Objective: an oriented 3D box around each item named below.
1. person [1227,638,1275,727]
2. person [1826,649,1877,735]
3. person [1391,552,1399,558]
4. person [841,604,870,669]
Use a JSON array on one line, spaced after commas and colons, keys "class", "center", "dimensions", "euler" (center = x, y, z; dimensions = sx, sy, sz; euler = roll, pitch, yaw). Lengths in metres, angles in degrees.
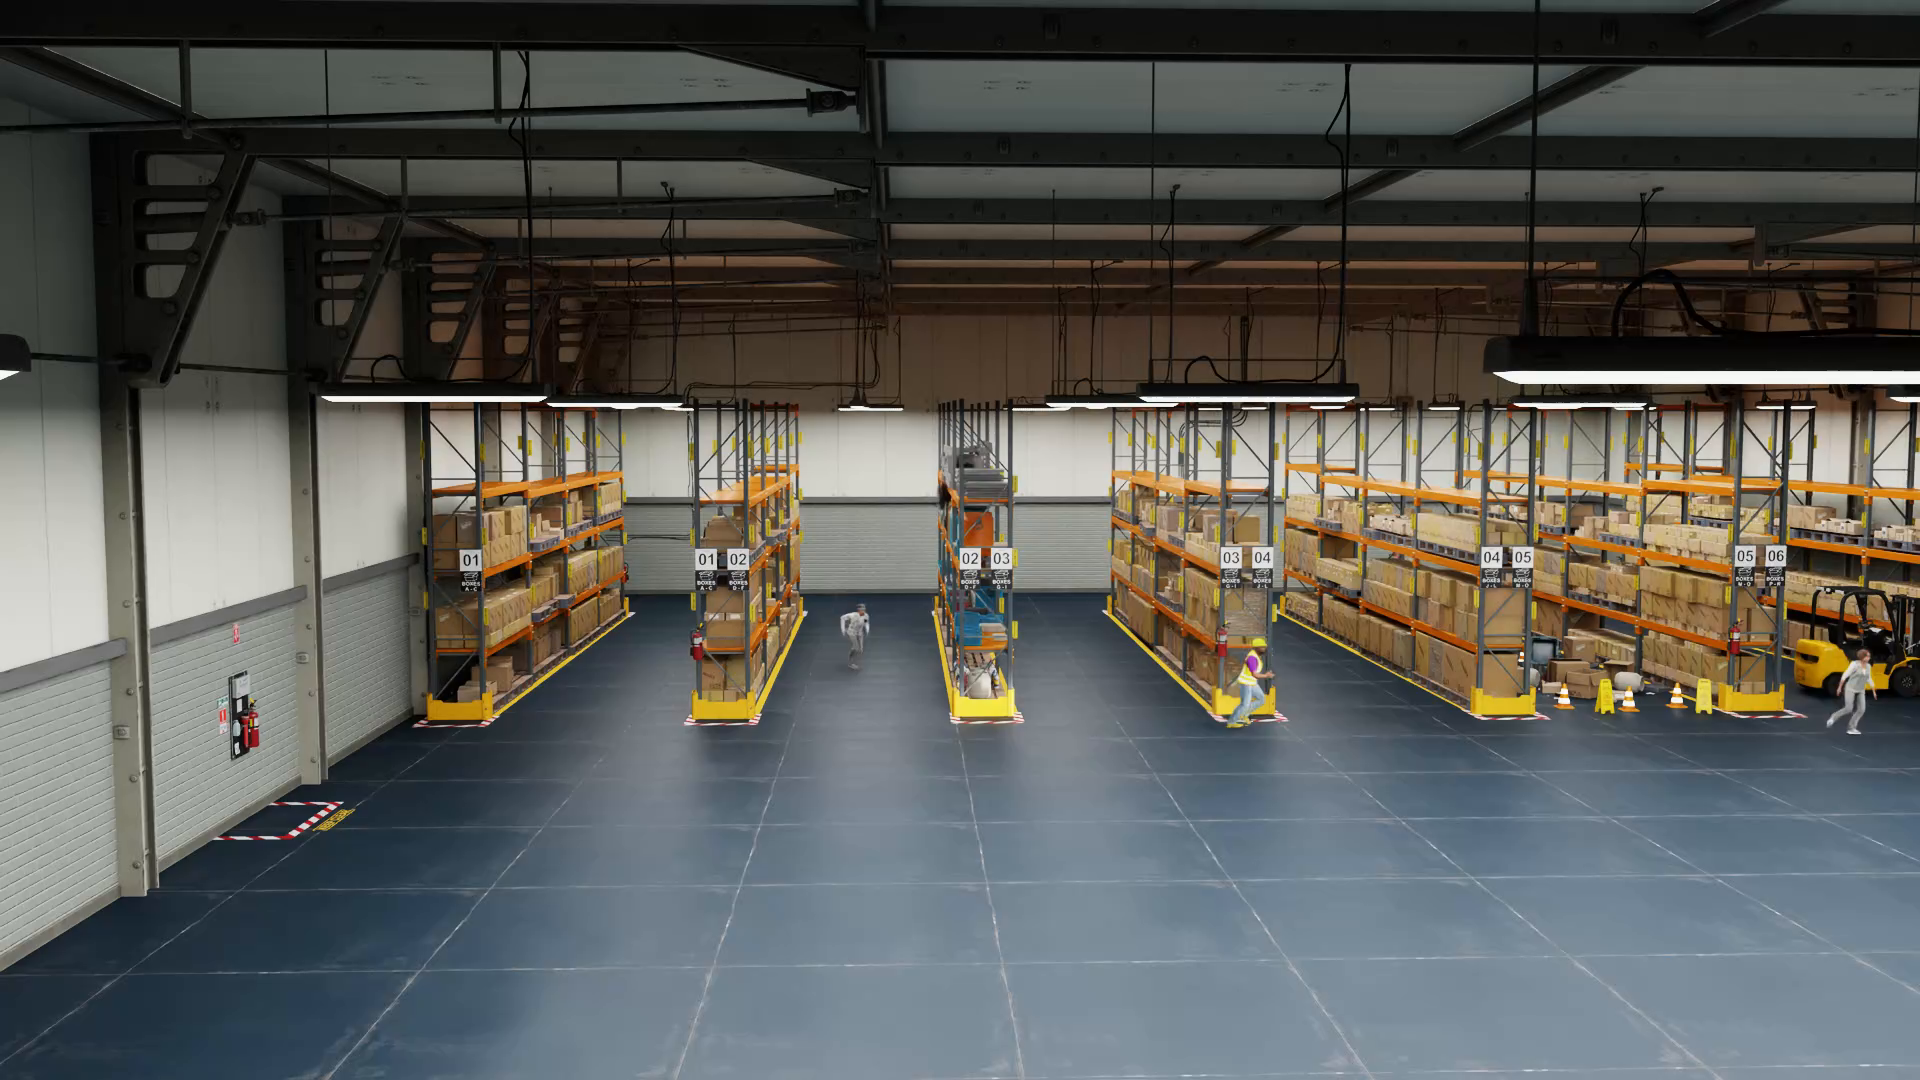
[{"class": "person", "center": [5.297, 2.597, 30.183], "dimensions": [0.889, 1.657, 0.714], "euler": [2, 5, 23]}, {"class": "person", "center": [15.948, 2.712, 29.737], "dimensions": [0.589, 1.506, 0.618], "euler": [-1, 5, -16]}, {"class": "person", "center": [12.792, 1.095, 49.192], "dimensions": [0.697, 1.783, 0.641], "euler": [-1, 4, -12]}, {"class": "person", "center": [-2.335, 2.157, 37.128], "dimensions": [0.652, 1.504, 0.791], "euler": [-2, 5, -28]}]
